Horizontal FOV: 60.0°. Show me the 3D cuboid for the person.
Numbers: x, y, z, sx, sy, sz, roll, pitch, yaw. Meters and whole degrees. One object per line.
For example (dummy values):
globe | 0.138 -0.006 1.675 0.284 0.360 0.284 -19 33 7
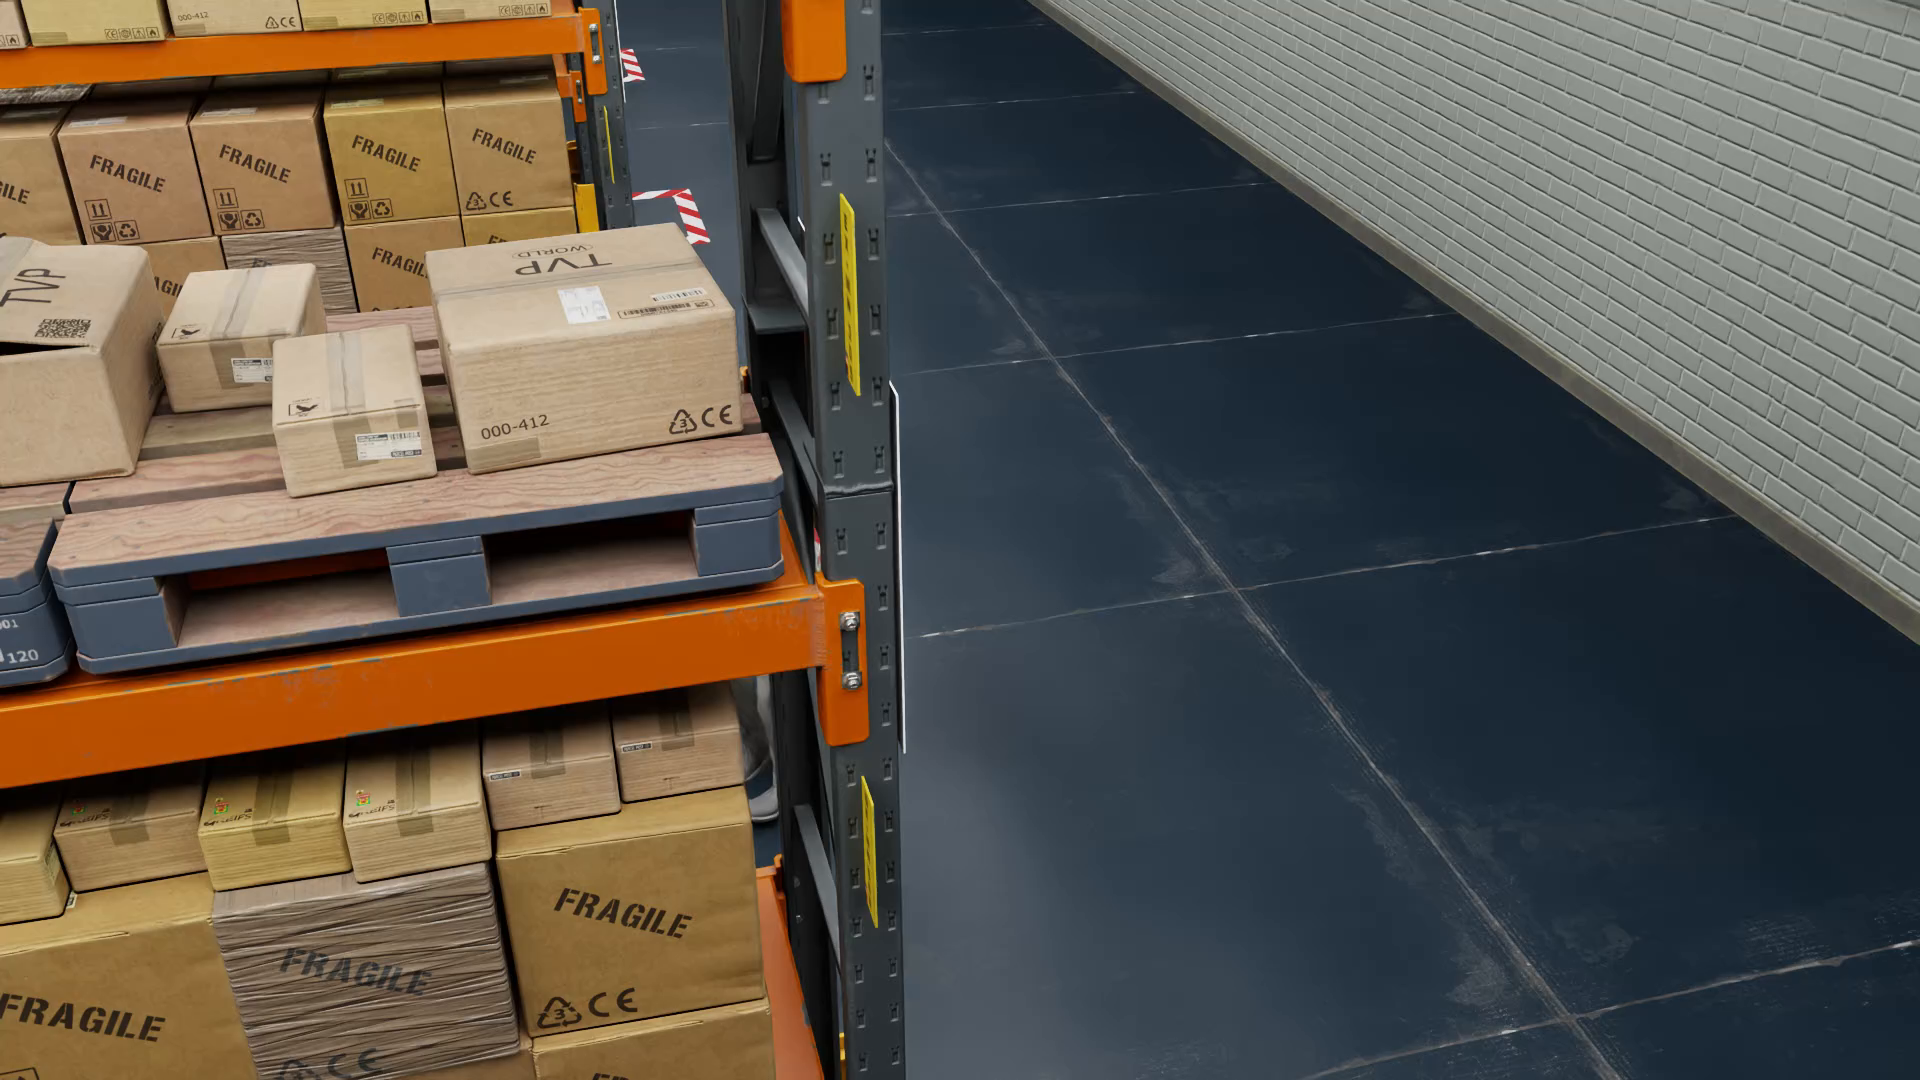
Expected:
person | -0.817 0.346 6.558 0.589 1.787 0.551 -25 38 -36
